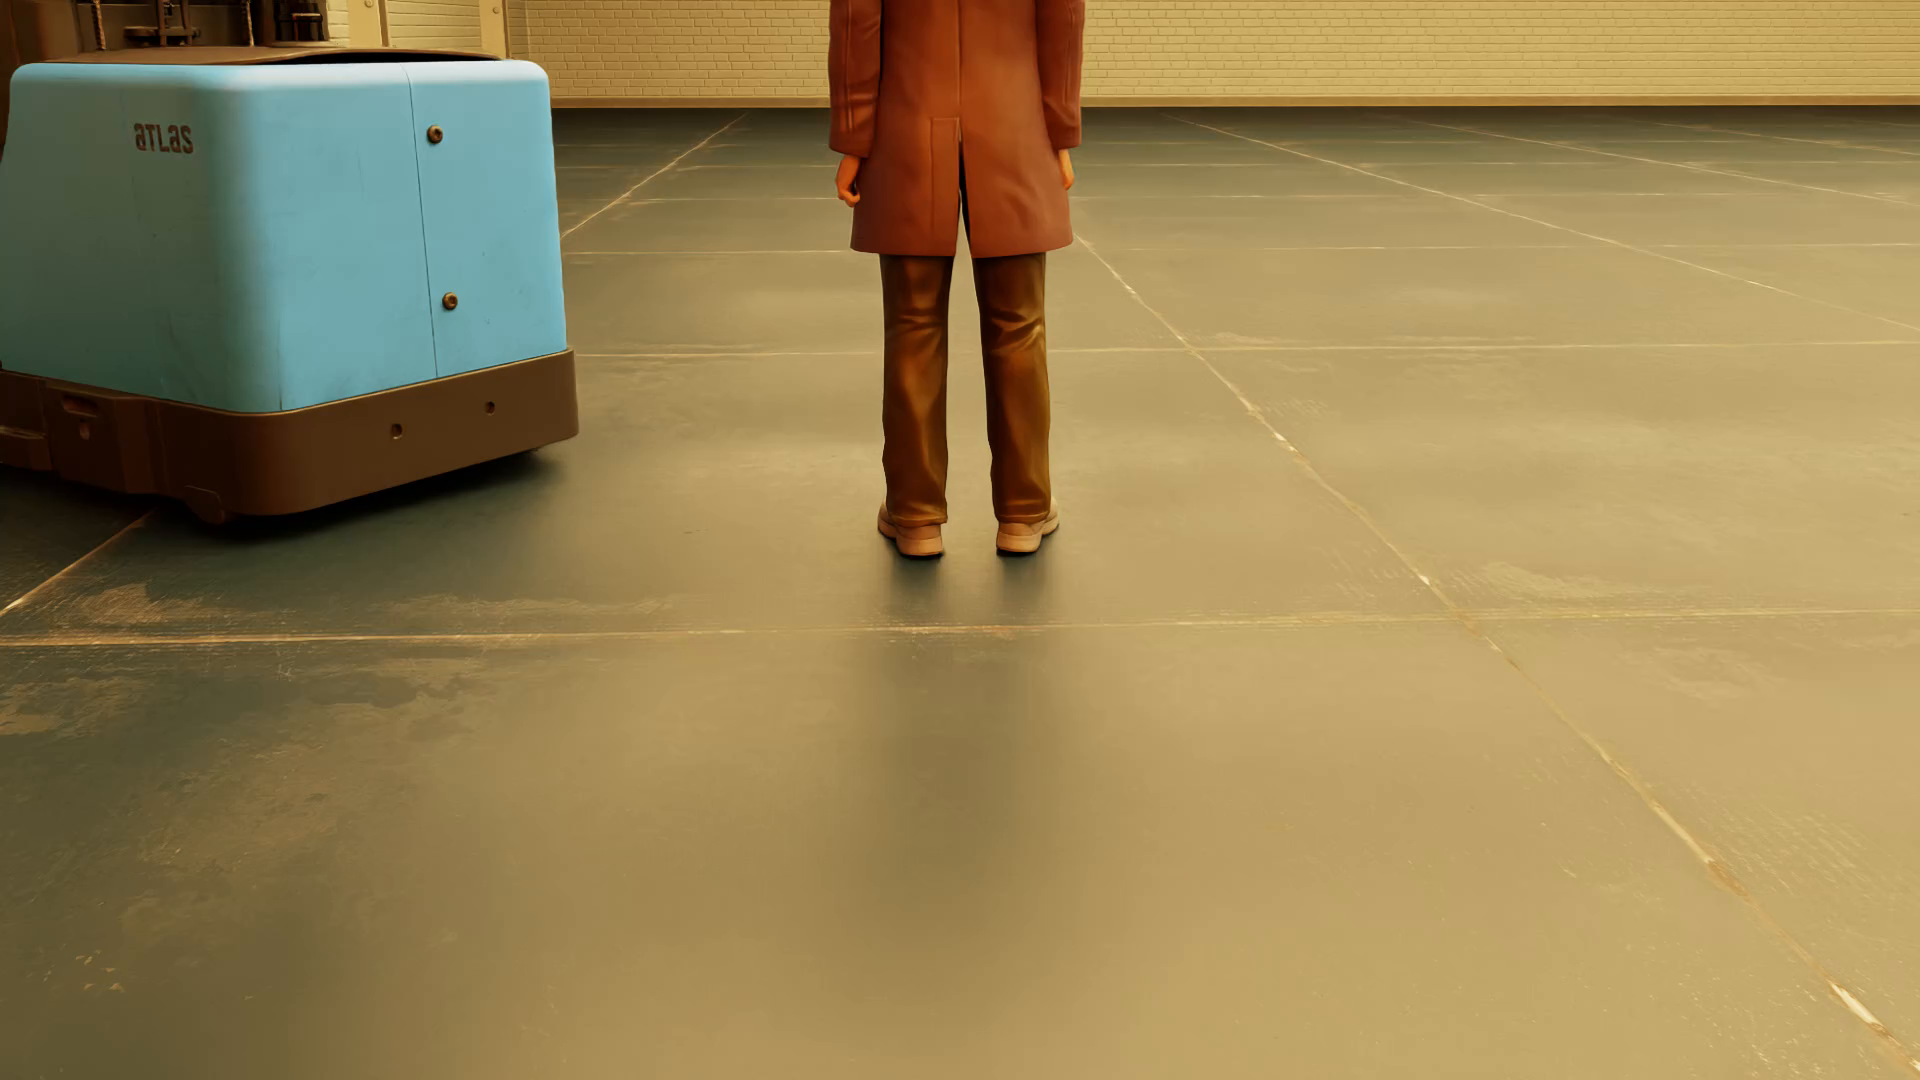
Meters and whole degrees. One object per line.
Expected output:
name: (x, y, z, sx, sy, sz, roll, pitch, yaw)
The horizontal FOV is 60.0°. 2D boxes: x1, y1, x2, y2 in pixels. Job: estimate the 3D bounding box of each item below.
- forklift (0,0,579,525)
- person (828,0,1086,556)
forklift: (-2.586, -1.741, 4.598, 3.031, 2.935, 1.130, 10, 20, 30)
person: (-0.012, -0.858, 3.676, 0.551, 1.782, 0.390, -1, 17, -3)
